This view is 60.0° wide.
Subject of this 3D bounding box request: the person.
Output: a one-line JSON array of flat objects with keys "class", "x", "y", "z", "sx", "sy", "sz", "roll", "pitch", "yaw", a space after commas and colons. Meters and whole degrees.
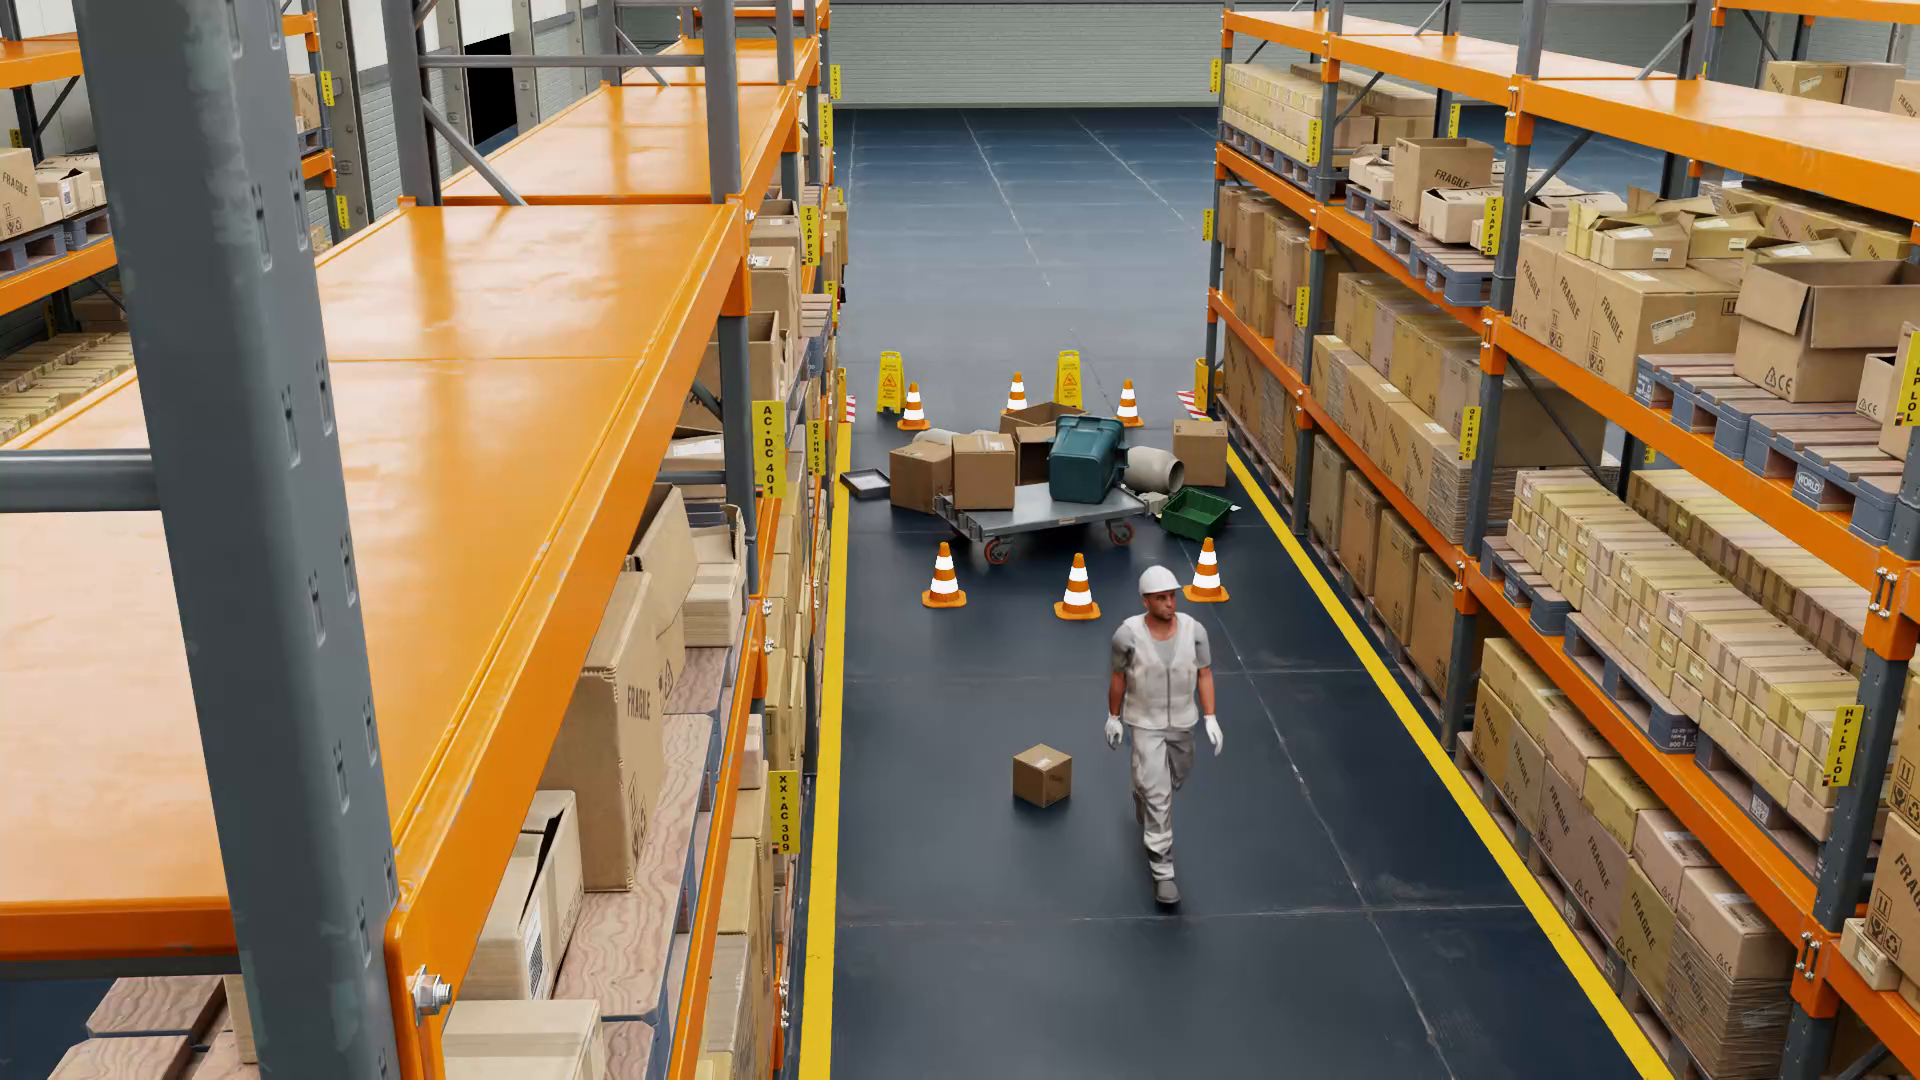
[{"class": "person", "x": 1.090, "y": 0.966, "z": 8.919, "sx": 0.566, "sy": 1.746, "sz": 1.020, "roll": -5, "pitch": 21, "yaw": -13}]
